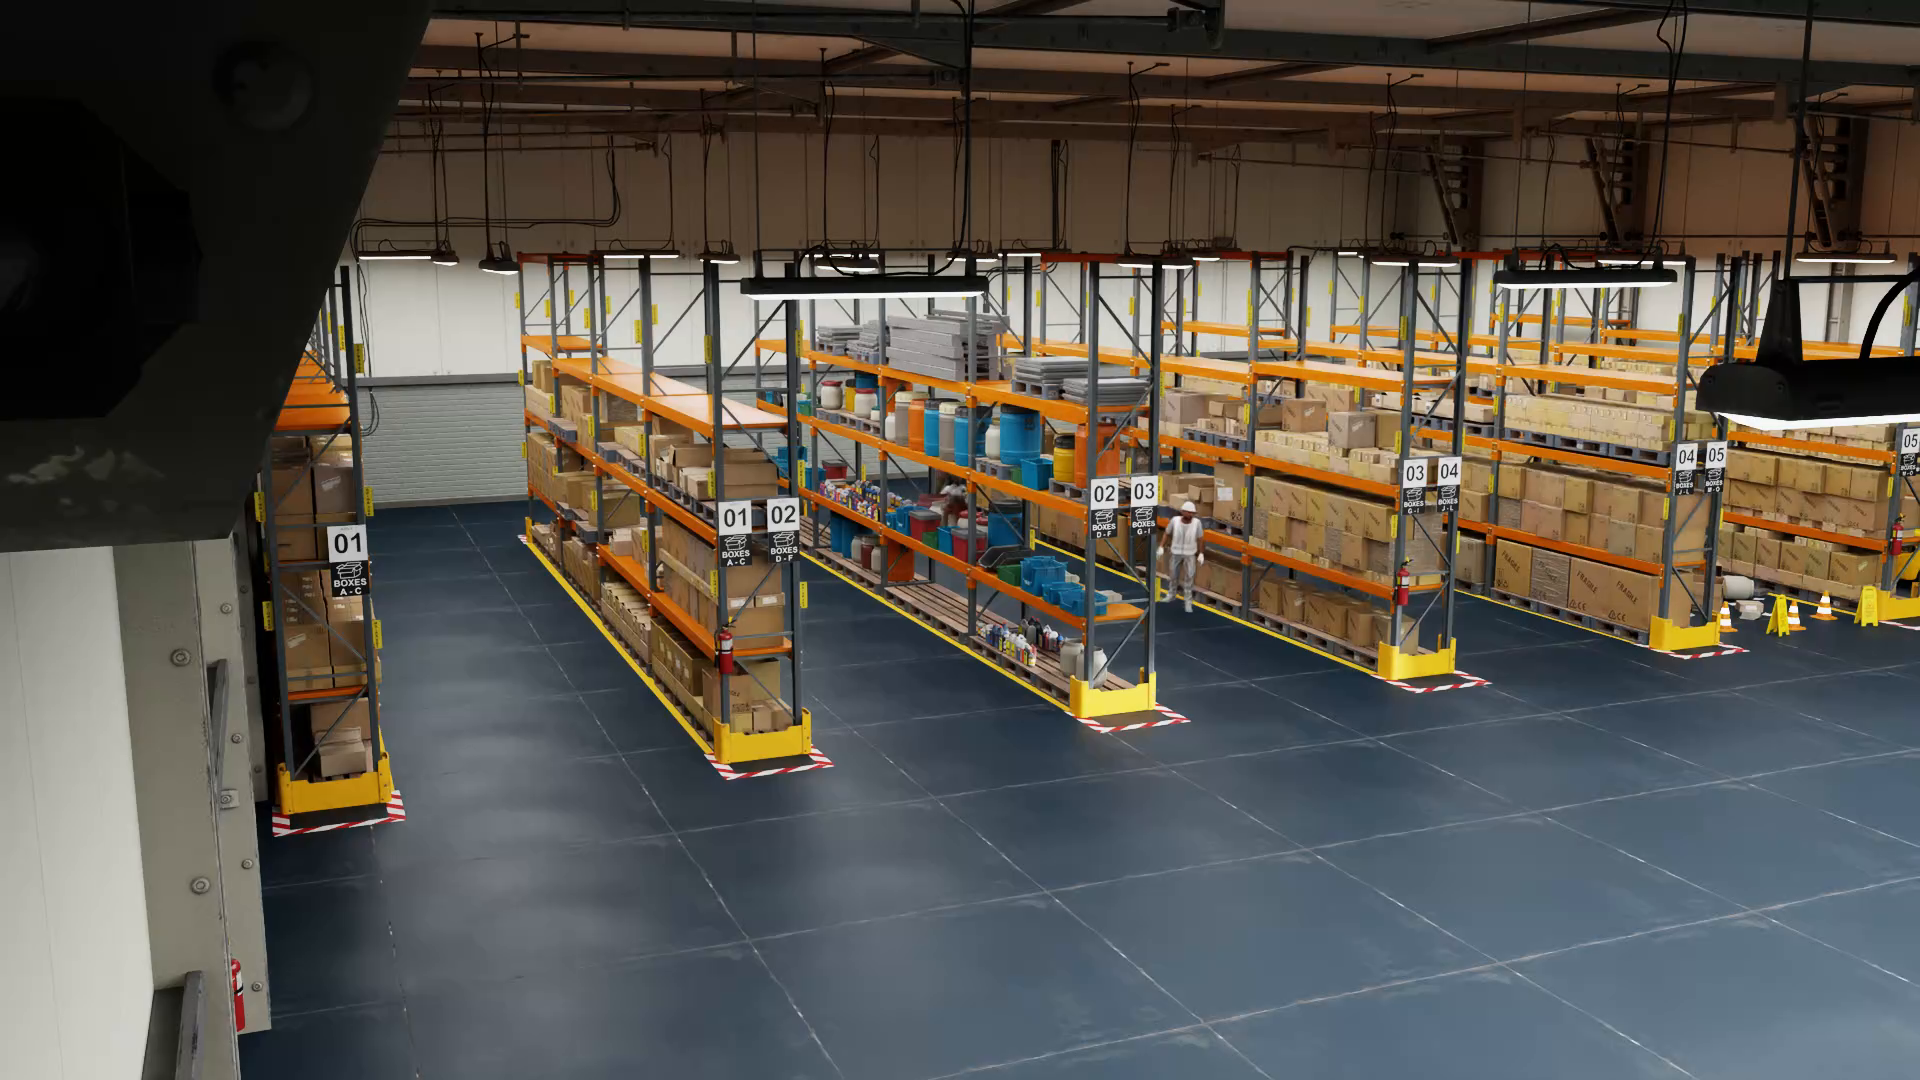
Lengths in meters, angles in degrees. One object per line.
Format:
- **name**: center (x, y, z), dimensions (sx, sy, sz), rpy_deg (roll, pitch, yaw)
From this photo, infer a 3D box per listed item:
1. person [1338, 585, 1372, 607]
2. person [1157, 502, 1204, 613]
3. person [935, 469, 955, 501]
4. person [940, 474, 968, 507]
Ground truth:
- **person**: center (6.986, 0.392, 28.725), dimensions (0.693, 1.535, 1.166), rpy_deg (-4, 11, -22)
- **person**: center (3.612, 0.240, 27.216), dimensions (0.747, 1.776, 0.762), rpy_deg (2, 11, 13)
- **person**: center (-0.347, -1.692, 39.227), dimensions (0.886, 1.744, 0.663), rpy_deg (-2, 11, -13)
- **person**: center (-0.044, -0.526, 33.245), dimensions (0.573, 1.713, 0.695), rpy_deg (-7, 12, -32)
